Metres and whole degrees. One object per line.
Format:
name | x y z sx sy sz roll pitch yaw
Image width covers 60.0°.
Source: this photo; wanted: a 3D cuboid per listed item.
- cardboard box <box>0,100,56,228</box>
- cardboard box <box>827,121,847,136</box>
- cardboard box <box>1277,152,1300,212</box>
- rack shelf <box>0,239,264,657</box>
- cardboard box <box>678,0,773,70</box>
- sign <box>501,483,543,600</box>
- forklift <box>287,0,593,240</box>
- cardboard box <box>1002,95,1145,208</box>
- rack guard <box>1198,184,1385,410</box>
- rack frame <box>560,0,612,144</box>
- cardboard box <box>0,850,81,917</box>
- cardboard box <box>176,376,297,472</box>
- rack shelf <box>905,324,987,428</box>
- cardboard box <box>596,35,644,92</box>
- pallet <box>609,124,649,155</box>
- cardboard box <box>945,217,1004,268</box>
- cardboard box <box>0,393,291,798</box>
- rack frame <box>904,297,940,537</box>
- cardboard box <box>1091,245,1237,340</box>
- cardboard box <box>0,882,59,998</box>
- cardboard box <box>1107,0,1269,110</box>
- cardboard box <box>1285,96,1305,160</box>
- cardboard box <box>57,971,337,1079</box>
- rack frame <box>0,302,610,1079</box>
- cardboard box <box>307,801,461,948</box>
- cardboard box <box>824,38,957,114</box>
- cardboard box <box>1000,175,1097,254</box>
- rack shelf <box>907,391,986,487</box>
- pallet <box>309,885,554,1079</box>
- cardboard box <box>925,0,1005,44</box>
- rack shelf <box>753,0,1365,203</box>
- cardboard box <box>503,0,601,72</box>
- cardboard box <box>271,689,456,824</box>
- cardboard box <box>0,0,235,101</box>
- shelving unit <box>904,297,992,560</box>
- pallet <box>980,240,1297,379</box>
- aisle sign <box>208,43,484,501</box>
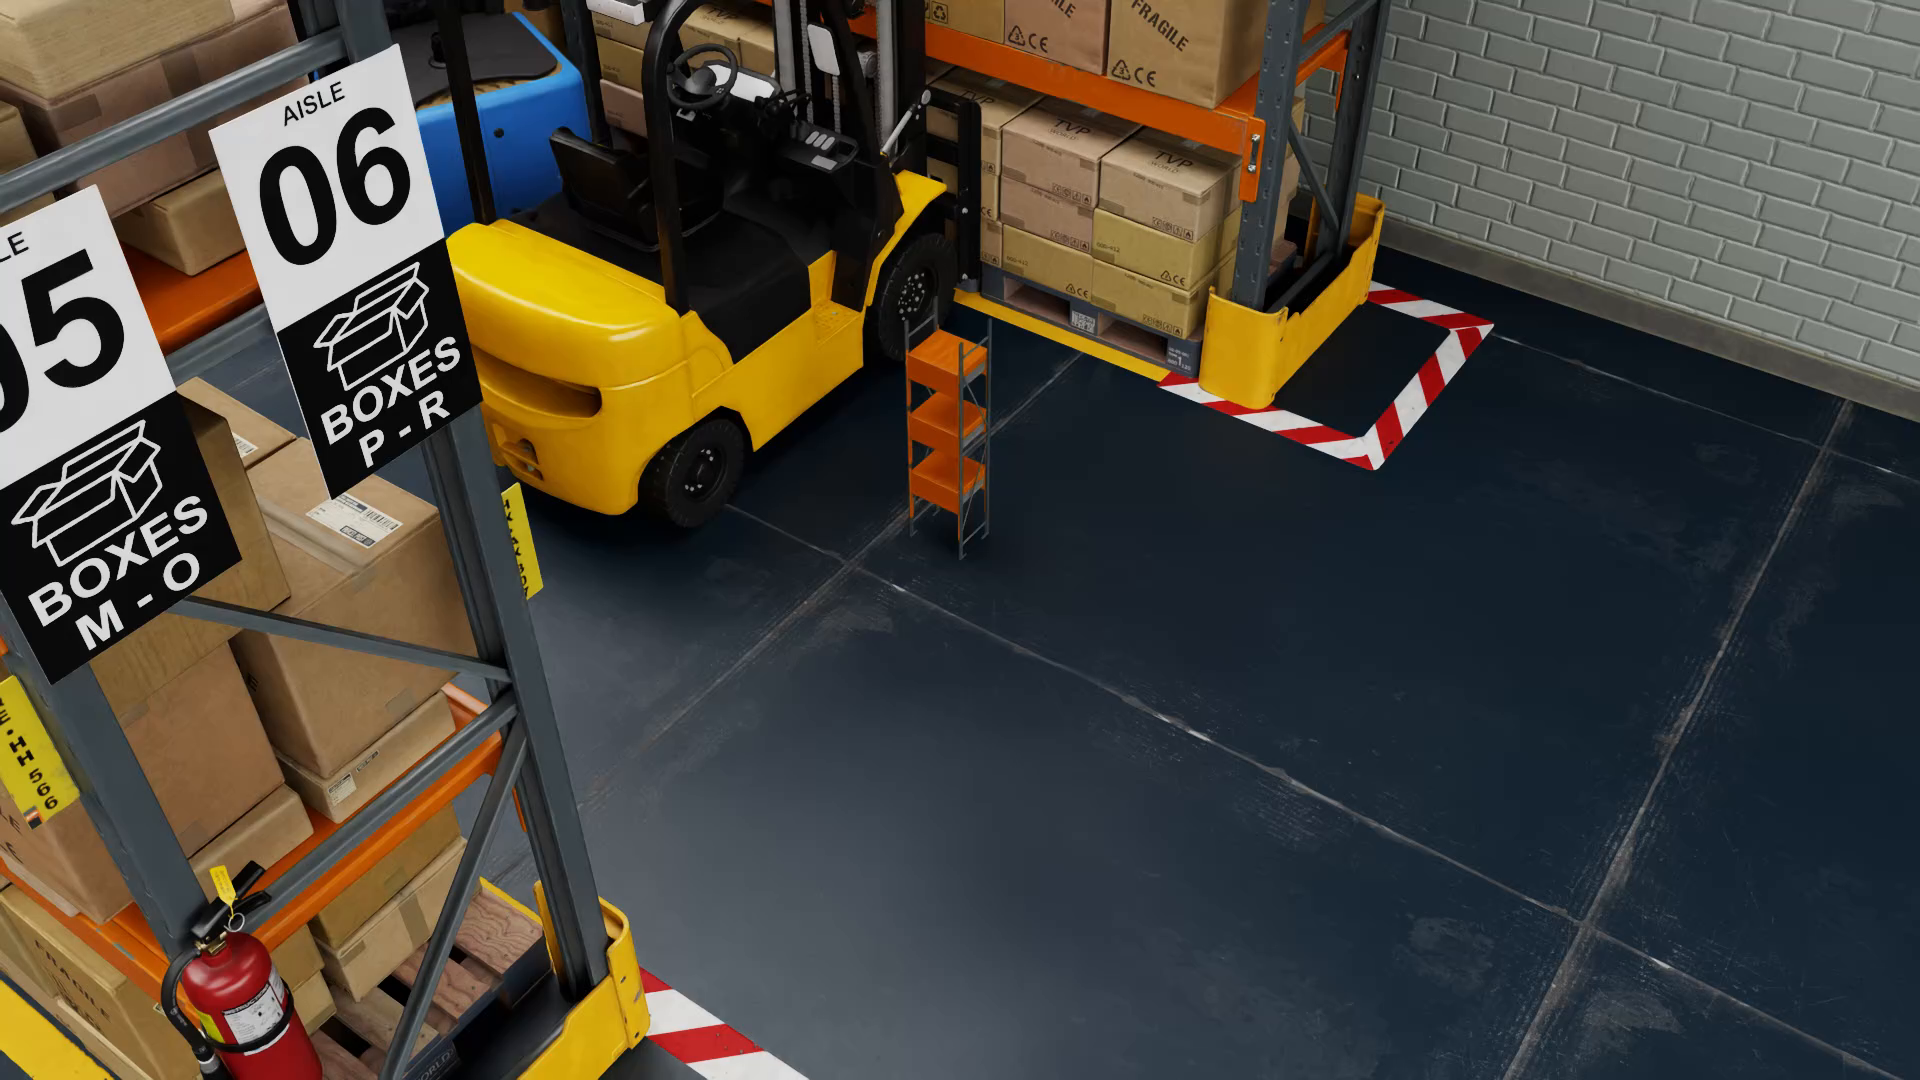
cardboard box | -1.910 -0.585 2.794 0.500 0.250 0.500 24 47 25
cardboard box | -0.314 -1.986 8.092 0.500 0.250 0.500 25 47 25
cardboard box | 1.245 -1.686 7.757 0.500 0.250 0.500 26 48 26
rack shelf | -2.974 -0.979 3.884 4.000 0.370 1.077 25 48 25
cardboard box | -1.136 -2.553 8.351 0.500 0.250 0.500 25 48 25
sign | -1.025 0.018 3.831 0.005 0.325 0.100 25 48 25
forklift | -2.910 -3.064 7.976 1.130 2.935 3.031 -23 47 -23
cardboard box | 0.533 -1.777 7.484 0.500 0.250 0.500 26 48 26
rack guard | 1.530 -1.134 7.642 0.348 0.500 1.175 25 48 25
rack frame | -1.764 -3.606 8.531 0.127 3.000 1.000 25 48 25
cardboard box | -2.037 0.668 3.943 0.250 0.149 0.380 25 47 25
cardboard box | -1.991 -0.041 4.248 0.500 0.500 0.500 27 48 27
rack shelf | -0.044 -0.615 6.241 0.240 0.259 0.215 25 48 25
cardboard box | -1.545 -2.570 8.745 0.500 0.250 0.500 25 47 25
pallet | -1.137 -2.240 9.095 1.213 0.211 1.003 25 48 25
cardboard box | 0.138 -1.606 8.042 0.500 0.250 0.500 26 48 26
cardboard box | -1.880 0.040 3.408 0.500 0.500 0.700 24 47 24
rack frame | -0.144 -0.458 6.475 0.008 1.050 0.200 25 48 25
cardboard box | 0.945 -1.214 7.604 0.500 0.250 0.500 25 48 26
cardboard box | -2.571 0.863 4.721 0.500 0.500 0.500 27 48 27
cardboard box | 0.957 -2.157 6.836 0.500 0.500 0.500 24 47 24
cardboard box | 1.226 -1.866 7.584 0.500 0.250 0.500 24 47 25
cardboard box | -2.172 1.333 4.758 0.500 0.250 0.500 25 47 25
rack frame | -1.336 0.637 3.789 0.127 3.000 1.000 25 48 25
cardboard box | -1.858 0.757 4.839 0.500 0.500 0.500 24 47 24
cardboard box | -0.296 -2.163 7.915 0.500 0.250 0.500 24 47 25
cardboard box | 0.528 -1.606 7.668 0.500 0.250 0.500 25 47 25
rack shelf | -0.044 -0.404 6.430 0.240 0.259 0.215 25 48 25
pallet | -2.043 1.316 5.120 1.213 0.211 1.003 25 48 25
cardboard box | 0.118 -2.557 7.283 0.500 0.500 0.500 24 47 25
rack shelf | -0.127 -2.572 7.915 4.000 0.370 1.077 25 48 25
cardboard box | -2.198 -3.071 9.399 0.625 0.625 0.875 27 48 27
cardboard box | -1.496 0.487 4.144 0.250 0.149 0.380 25 48 25
cardboard box | -1.510 -0.932 2.883 0.250 0.149 0.380 25 47 25
shelving unit | -0.044 -0.412 6.423 0.252 1.050 0.215 25 48 25
pallet | 0.860 -1.305 8.050 1.213 0.211 1.003 25 48 25
aisle sign | -1.108 -0.478 3.085 0.004 0.787 0.394 25 48 25
